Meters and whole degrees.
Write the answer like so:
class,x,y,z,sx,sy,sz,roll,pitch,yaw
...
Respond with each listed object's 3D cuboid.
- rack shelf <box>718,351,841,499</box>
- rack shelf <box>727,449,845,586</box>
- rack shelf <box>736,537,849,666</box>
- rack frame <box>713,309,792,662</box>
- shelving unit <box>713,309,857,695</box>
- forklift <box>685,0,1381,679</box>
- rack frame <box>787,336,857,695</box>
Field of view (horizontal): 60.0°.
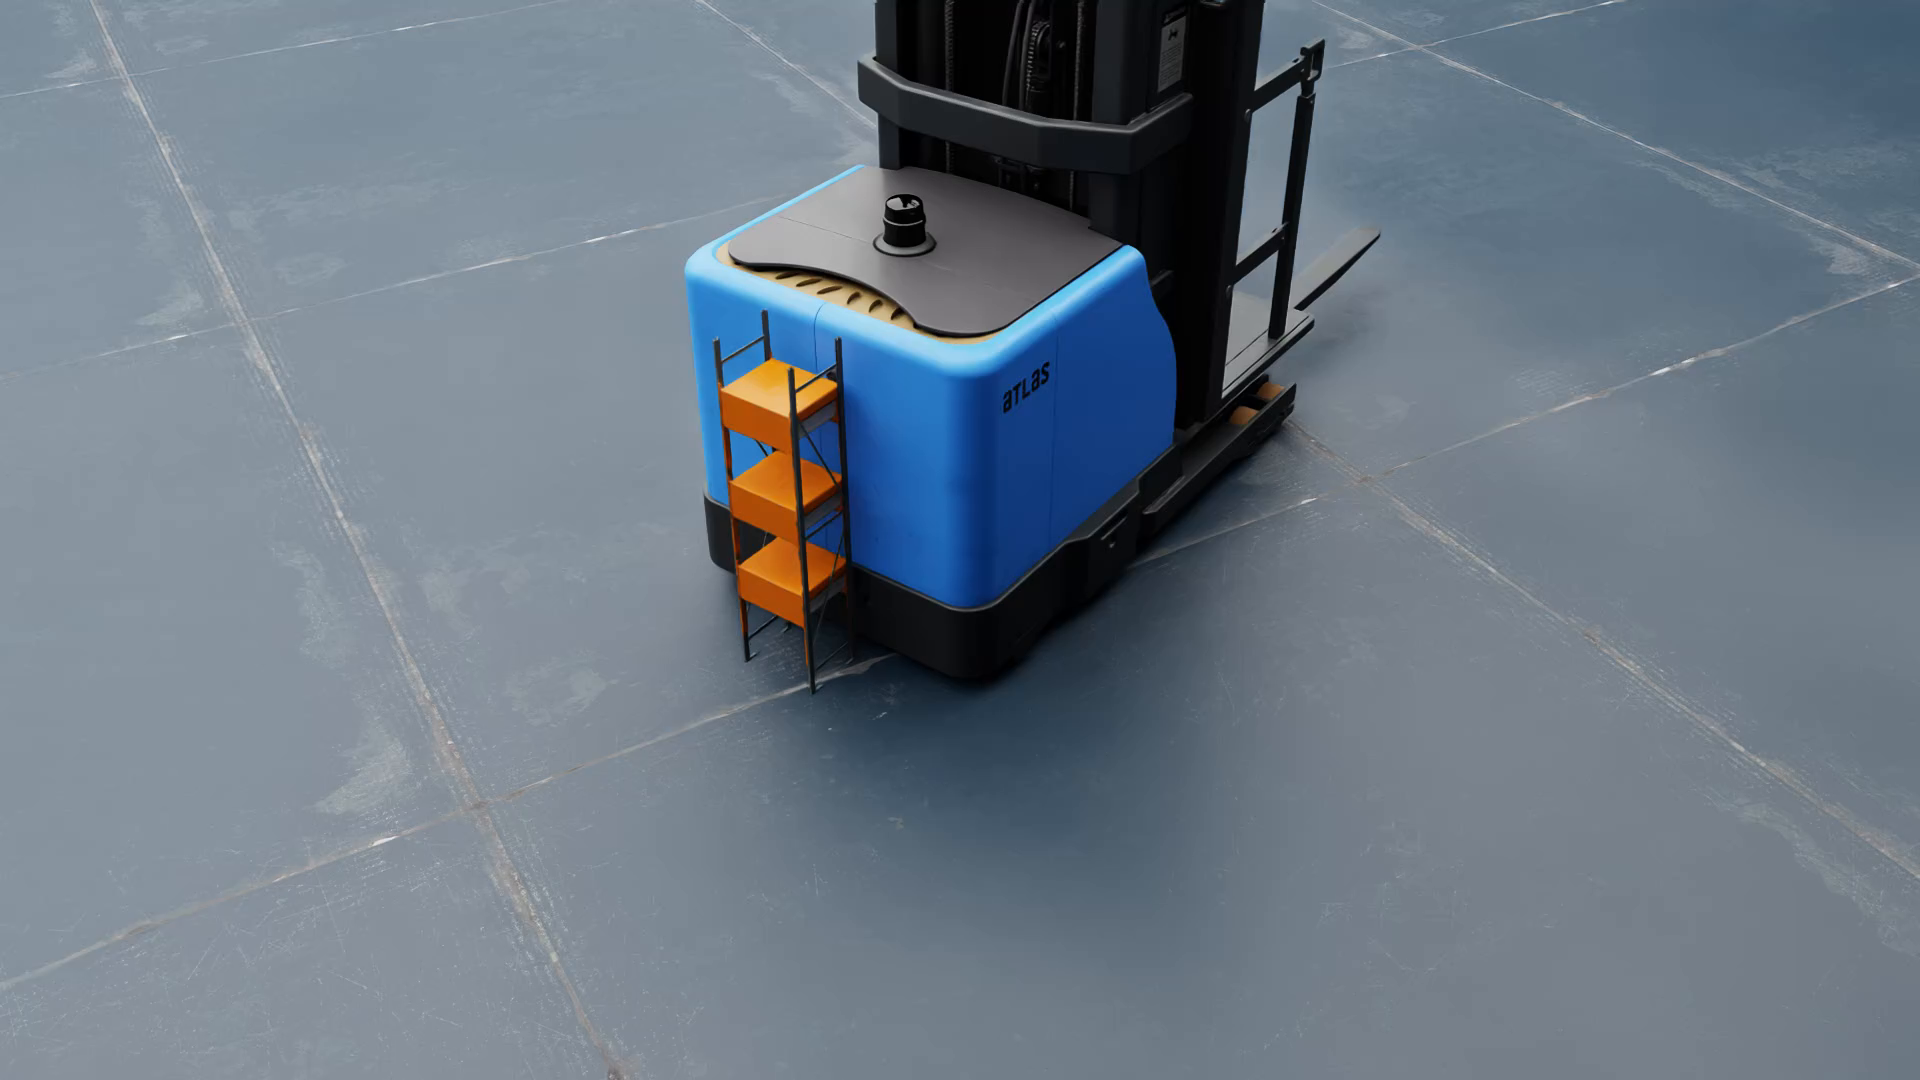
class,x,y,z,sx,sy,sz,roll,pitch,yaw
rack shelf,-0.458,-0.300,4.308,0.240,0.259,0.215,23,42,28
rack shelf,-0.458,-0.071,4.475,0.240,0.259,0.215,23,42,28
rack shelf,-0.458,0.153,4.639,0.240,0.259,0.215,23,42,28
rack frame,-0.557,-0.122,4.527,0.008,1.050,0.200,23,42,28
shelving unit,-0.458,-0.080,4.469,0.252,1.050,0.215,23,42,28
forklift,0.505,-1.621,4.985,1.130,2.935,3.031,23,42,28
rack frame,-0.359,-0.038,4.411,0.008,1.050,0.200,23,42,28
